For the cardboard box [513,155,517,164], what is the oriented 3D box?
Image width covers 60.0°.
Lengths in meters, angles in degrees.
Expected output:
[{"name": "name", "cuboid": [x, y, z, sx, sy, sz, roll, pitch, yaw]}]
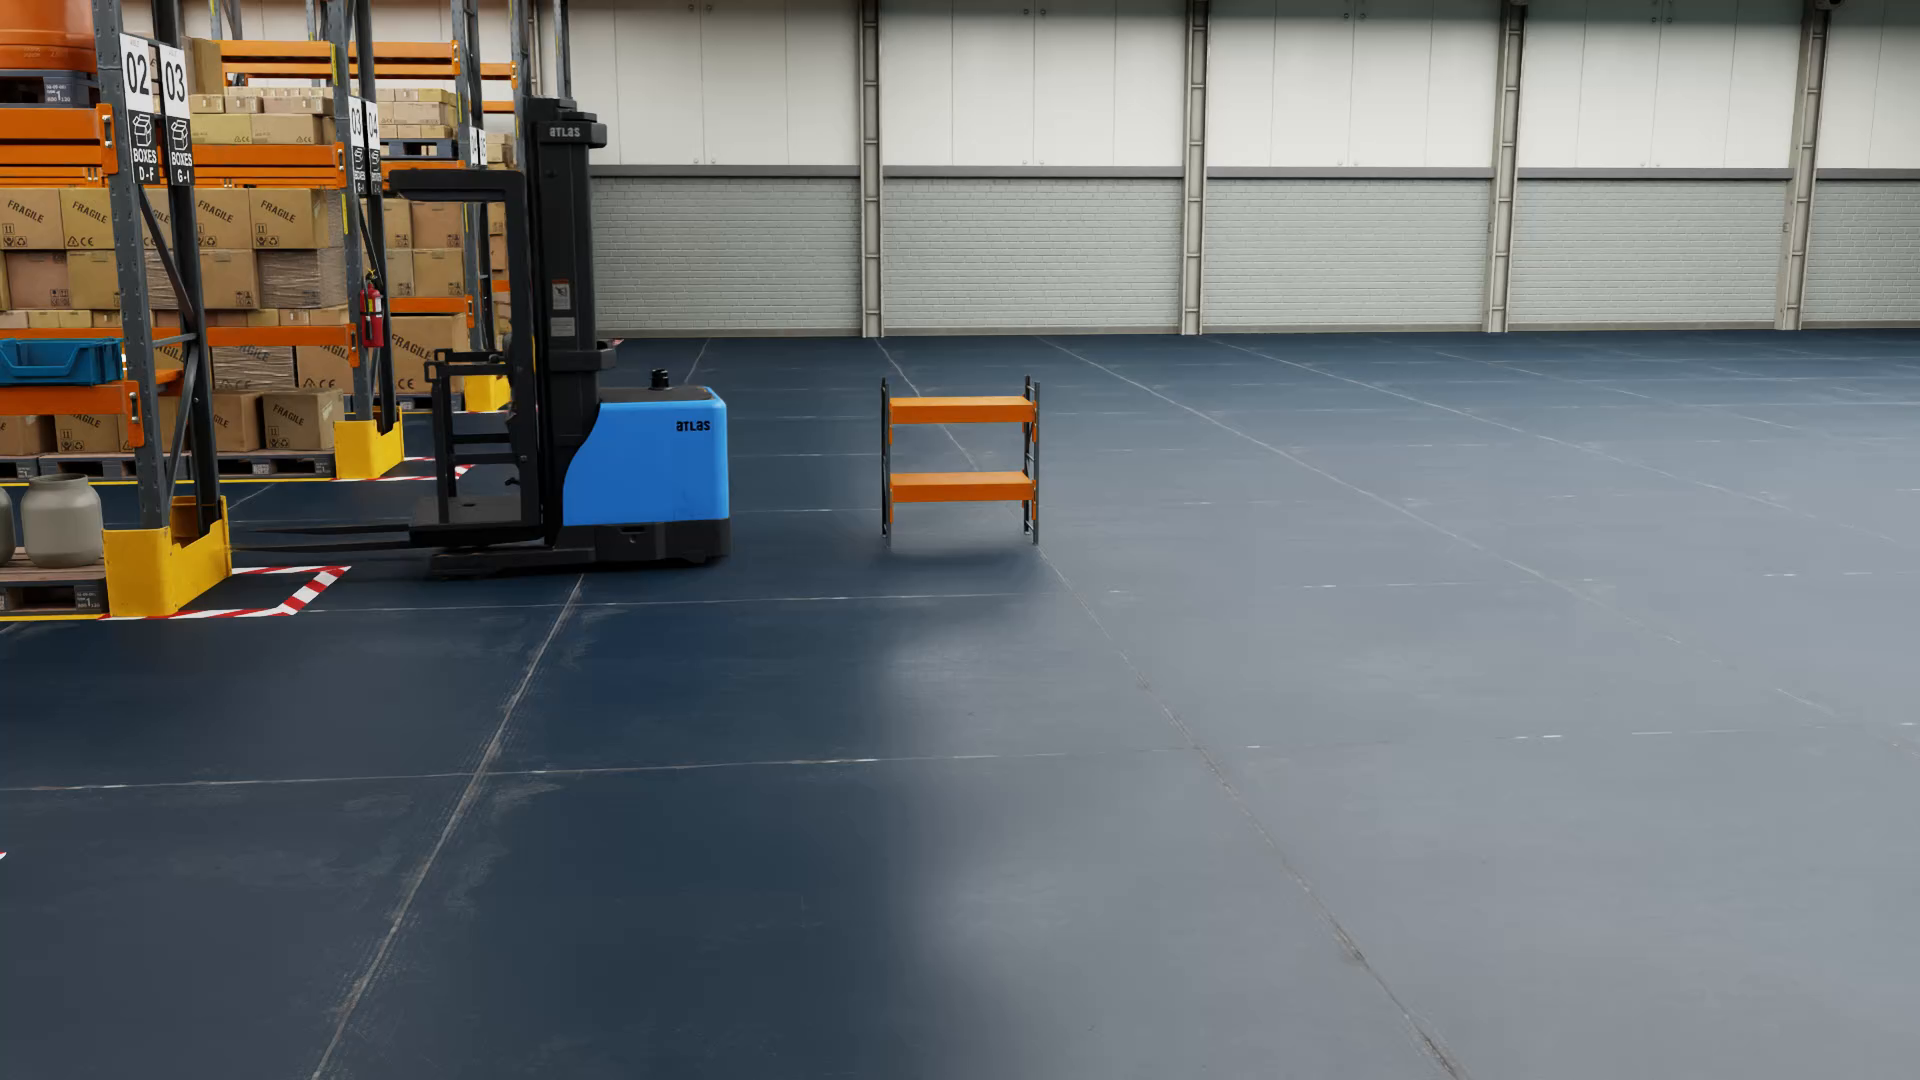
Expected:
[{"name": "cardboard box", "cuboid": [-7.581, -6.488, 28.390, 0.250, 0.149, 0.380, -2, 11, -8]}]

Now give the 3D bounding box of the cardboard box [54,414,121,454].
[{"name": "cardboard box", "cuboid": [-7.578, -1.046, 14.572, 0.500, 0.500, 0.500, -2, 11, -11]}]

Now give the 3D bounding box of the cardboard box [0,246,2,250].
[{"name": "cardboard box", "cuboid": [-8.185, -2.681, 13.877, 0.500, 0.500, 0.500, -1, 11, -6]}]

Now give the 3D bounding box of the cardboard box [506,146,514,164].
[{"name": "cardboard box", "cuboid": [-6.779, -5.593, 24.151, 0.500, 0.250, 0.500, -1, 11, -7]}]

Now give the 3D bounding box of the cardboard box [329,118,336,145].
[{"name": "cardboard box", "cuboid": [-5.687, -3.545, 14.507, 0.500, 0.250, 0.500, -1, 11, -4]}]

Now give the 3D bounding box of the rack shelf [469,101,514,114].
[{"name": "rack shelf", "cuboid": [-8.779, -7.313, 28.407, 4.000, 0.370, 1.077, -1, 11, -6]}]

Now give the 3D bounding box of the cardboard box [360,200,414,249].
[{"name": "cardboard box", "cuboid": [-6.526, -3.635, 19.162, 0.550, 0.550, 0.875, -1, 11, -6]}]

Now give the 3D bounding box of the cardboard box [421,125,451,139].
[{"name": "cardboard box", "cuboid": [-5.910, -4.593, 18.749, 0.250, 0.149, 0.380, -1, 11, -6]}]

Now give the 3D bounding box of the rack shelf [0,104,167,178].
[{"name": "rack shelf", "cuboid": [-6.634, -2.235, 9.318, 4.000, 0.370, 1.077, -1, 11, -6]}]

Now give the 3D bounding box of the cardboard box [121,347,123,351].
[{"name": "cardboard box", "cuboid": [-12.154, -2.799, 23.824, 0.625, 0.372, 0.950, -1, 11, -4]}]

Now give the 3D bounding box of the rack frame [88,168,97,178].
[{"name": "rack frame", "cuboid": [-9.592, -2.977, 19.006, 0.127, 3.000, 1.000, -1, 11, -6]}]

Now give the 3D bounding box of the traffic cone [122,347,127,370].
[{"name": "traffic cone", "cuboid": [-11.309, -2.386, 22.572, 0.334, 0.463, 0.336, -1, 11, -6]}]

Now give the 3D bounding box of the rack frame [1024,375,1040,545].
[{"name": "rack frame", "cuboid": [0.499, -0.562, 11.582, 0.032, 1.125, 0.500, -1, 11, -6]}]

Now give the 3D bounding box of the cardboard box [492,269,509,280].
[{"name": "cardboard box", "cuboid": [-6.599, -3.836, 24.024, 0.250, 0.149, 0.380, -1, 11, -4]}]

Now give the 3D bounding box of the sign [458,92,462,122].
[{"name": "sign", "cuboid": [-5.571, -4.824, 18.532, 0.005, 0.325, 0.100, -1, 11, -6]}]

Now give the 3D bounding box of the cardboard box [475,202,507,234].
[{"name": "cardboard box", "cuboid": [-6.735, -4.641, 23.846, 0.500, 0.500, 0.700, -1, 11, -7]}]

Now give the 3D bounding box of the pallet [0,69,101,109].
[{"name": "pallet", "cuboid": [-5.479, -2.538, 9.486, 1.213, 0.211, 1.003, -1, 11, -6]}]

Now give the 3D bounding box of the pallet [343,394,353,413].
[{"name": "pallet", "cuboid": [-7.612, -1.636, 19.412, 1.213, 0.211, 1.003, -1, 11, -6]}]

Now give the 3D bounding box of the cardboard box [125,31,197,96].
[{"name": "cardboard box", "cuboid": [-6.694, -3.939, 13.794, 0.500, 0.500, 0.500, -1, 11, -6]}]

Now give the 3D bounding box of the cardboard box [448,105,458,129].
[{"name": "cardboard box", "cuboid": [-6.123, -4.899, 19.276, 0.500, 0.250, 0.500, -1, 11, -6]}]

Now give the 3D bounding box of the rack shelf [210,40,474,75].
[{"name": "rack shelf", "cuboid": [-7.604, -5.414, 18.748, 4.000, 0.370, 1.077, -1, 11, -6]}]

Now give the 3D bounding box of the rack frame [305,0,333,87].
[{"name": "rack frame", "cuboid": [-10.767, -7.820, 28.087, 0.127, 3.000, 1.000, -1, 11, -6]}]

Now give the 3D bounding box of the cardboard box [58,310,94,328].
[{"name": "cardboard box", "cuboid": [-7.421, -1.881, 14.083, 0.250, 0.149, 0.380, -1, 11, -6]}]

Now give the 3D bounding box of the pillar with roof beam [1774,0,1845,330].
[{"name": "pillar with roof beam", "cuboid": [16.745, -7.736, 27.660, 0.548, 9.000, 9.100, -1, 11, -6]}]

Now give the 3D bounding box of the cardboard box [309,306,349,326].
[{"name": "cardboard box", "cuboid": [-5.442, -1.939, 14.374, 0.250, 0.149, 0.380, -1, 11, -6]}]

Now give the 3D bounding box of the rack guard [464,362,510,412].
[{"name": "rack guard", "cuboid": [-5.592, -1.835, 19.674, 0.348, 0.500, 1.175, -1, 11, -6]}]

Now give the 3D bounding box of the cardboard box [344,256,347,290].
[{"name": "cardboard box", "cuboid": [-7.094, -3.115, 19.316, 0.550, 0.550, 0.875, -1, 11, -6]}]

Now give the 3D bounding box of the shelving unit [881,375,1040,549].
[{"name": "shelving unit", "cuboid": [-0.007, -0.552, 11.528, 1.048, 1.125, 0.538, -1, 11, -6]}]

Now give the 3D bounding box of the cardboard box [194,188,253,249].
[{"name": "cardboard box", "cuboid": [-6.197, -2.723, 14.088, 0.500, 0.500, 0.500, -1, 11, -6]}]

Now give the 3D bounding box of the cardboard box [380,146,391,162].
[{"name": "cardboard box", "cuboid": [-8.248, -5.457, 23.460, 0.500, 0.250, 0.500, -1, 11, -6]}]

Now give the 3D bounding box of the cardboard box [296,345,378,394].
[{"name": "cardboard box", "cuboid": [-7.157, -2.179, 19.363, 0.875, 0.875, 0.875, -1, 11, -7]}]

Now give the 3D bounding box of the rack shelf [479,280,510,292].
[{"name": "rack shelf", "cuboid": [-8.239, -3.613, 24.106, 4.000, 0.370, 1.077, -1, 11, -6]}]

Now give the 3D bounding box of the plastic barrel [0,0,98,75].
[{"name": "plastic barrel", "cuboid": [-5.115, -3.012, 9.203, 0.708, 0.830, 0.600, -1, 11, -6]}]

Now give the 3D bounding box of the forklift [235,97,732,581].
[{"name": "forklift", "cuboid": [-3.061, -1.297, 10.637, 3.031, 2.935, 1.130, -3, 11, -14]}]

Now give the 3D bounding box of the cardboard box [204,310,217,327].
[{"name": "cardboard box", "cuboid": [-6.436, -1.919, 14.274, 0.250, 0.149, 0.380, -1, 11, -6]}]

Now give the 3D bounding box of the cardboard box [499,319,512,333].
[{"name": "cardboard box", "cuboid": [-7.719, -3.738, 28.913, 0.500, 0.250, 0.500, -1, 11, -6]}]

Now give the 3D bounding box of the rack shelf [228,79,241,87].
[{"name": "rack shelf", "cuboid": [-12.216, -6.277, 23.142, 4.000, 0.370, 1.077, -1, 11, -6]}]

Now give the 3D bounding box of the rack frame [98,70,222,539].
[{"name": "rack frame", "cuboid": [-4.646, -1.158, 9.750, 0.127, 3.000, 1.000, -1, 11, -6]}]

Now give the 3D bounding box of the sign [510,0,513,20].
[{"name": "sign", "cuboid": [-6.211, -7.381, 23.020, 0.005, 0.325, 0.100, -1, 11, -6]}]

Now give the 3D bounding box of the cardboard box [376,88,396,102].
[{"name": "cardboard box", "cuboid": [-6.417, -4.973, 18.619, 0.250, 0.149, 0.380, -1, 11, -5]}]

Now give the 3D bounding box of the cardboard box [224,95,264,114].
[{"name": "cardboard box", "cuboid": [-5.954, -3.626, 13.885, 0.250, 0.149, 0.380, -2, 11, -9]}]

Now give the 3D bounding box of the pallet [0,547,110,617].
[{"name": "pallet", "cuboid": [-5.524, 0.237, 9.884, 1.213, 0.211, 1.003, -1, 11, -6]}]

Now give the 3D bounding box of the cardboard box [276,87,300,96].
[{"name": "cardboard box", "cuboid": [-7.430, -4.952, 18.510, 0.250, 0.149, 0.380, -1, 11, -6]}]

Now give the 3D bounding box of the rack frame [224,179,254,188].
[{"name": "rack frame", "cuboid": [-10.227, -3.925, 23.824, 0.127, 3.000, 1.000, -1, 11, -6]}]

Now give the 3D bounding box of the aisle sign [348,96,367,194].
[{"name": "aisle sign", "cuboid": [-5.087, -3.327, 14.044, 0.004, 0.787, 0.394, -1, 11, -6]}]

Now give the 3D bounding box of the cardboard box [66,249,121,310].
[{"name": "cardboard box", "cuboid": [-7.214, -2.253, 14.289, 0.500, 0.500, 0.875, -1, 11, -6]}]
